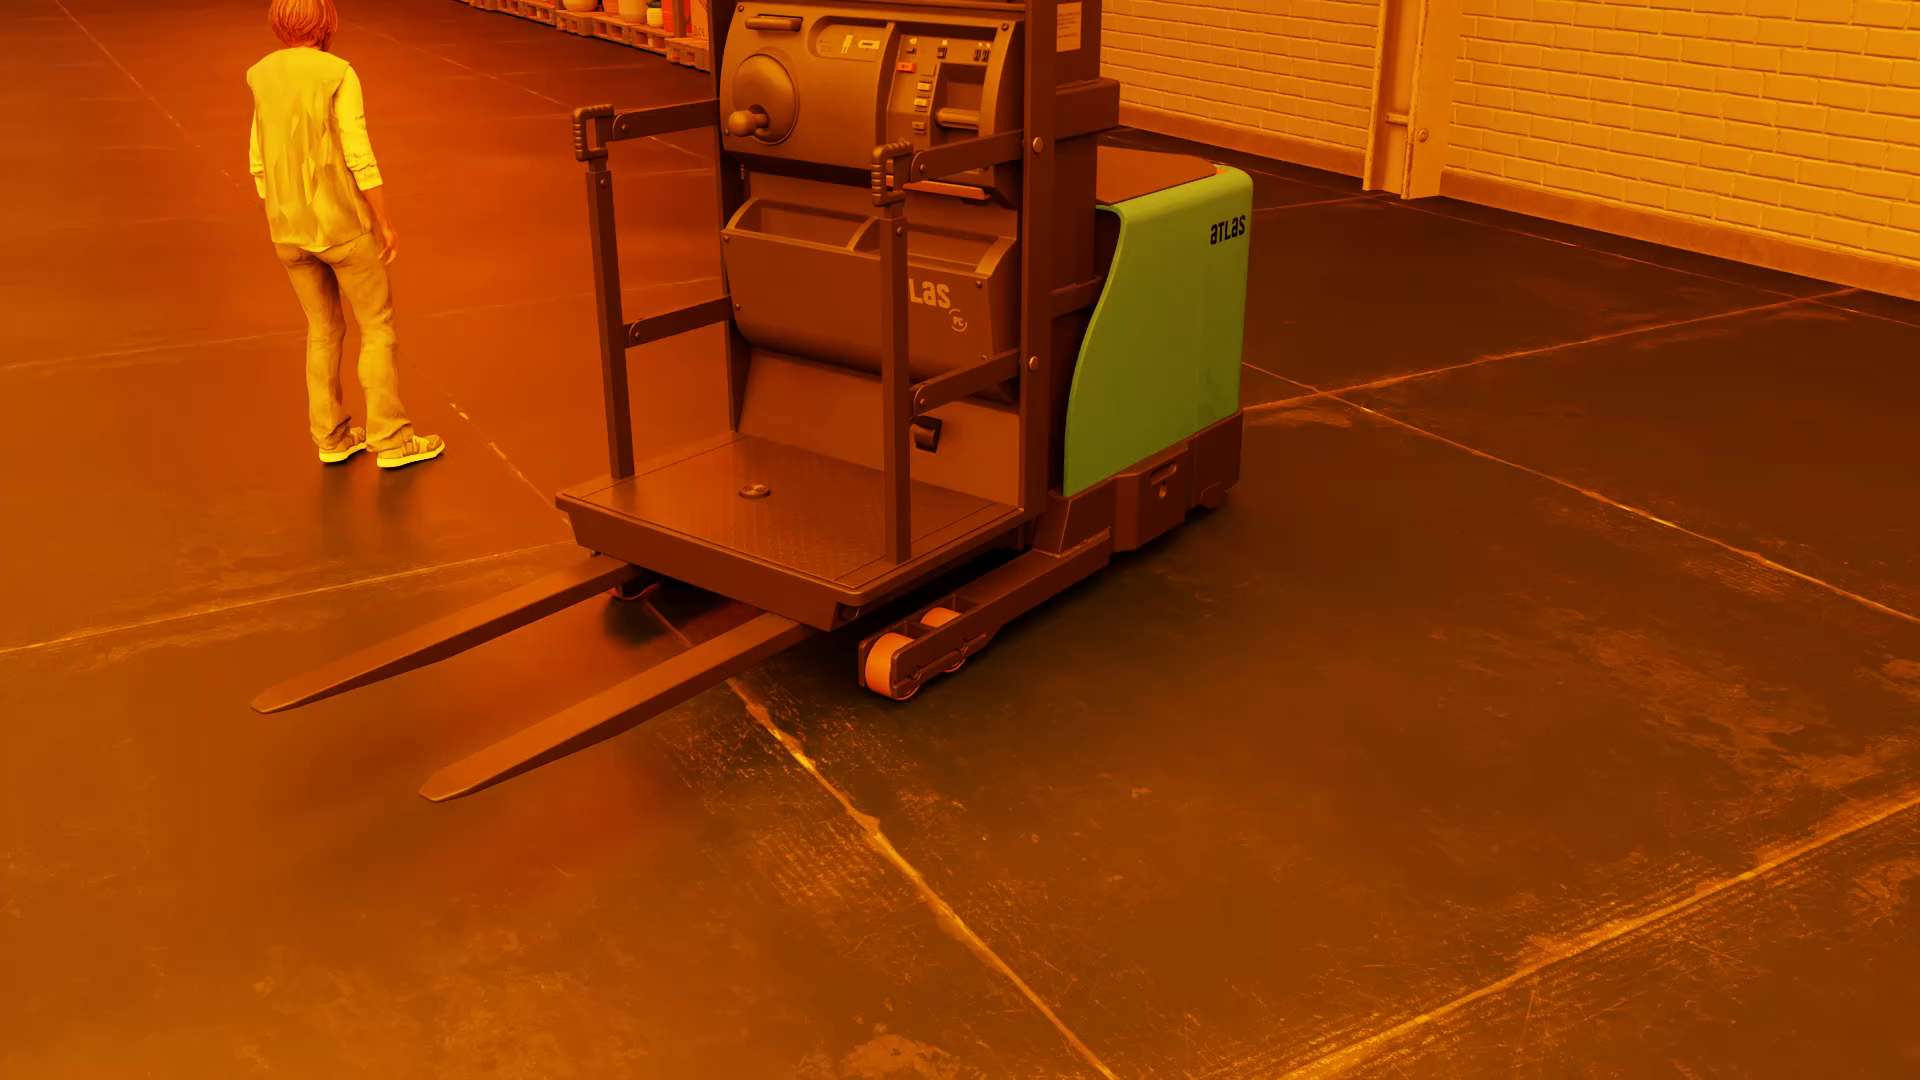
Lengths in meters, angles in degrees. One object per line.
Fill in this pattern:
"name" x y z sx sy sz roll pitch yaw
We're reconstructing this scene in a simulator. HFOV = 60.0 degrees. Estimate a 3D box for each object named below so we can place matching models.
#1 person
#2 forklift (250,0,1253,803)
"person" -2.088 -1.020 5.523 0.483 1.592 0.347 6 23 14
"forklift" -0.383 -1.166 4.115 1.130 2.935 3.031 16 27 34
